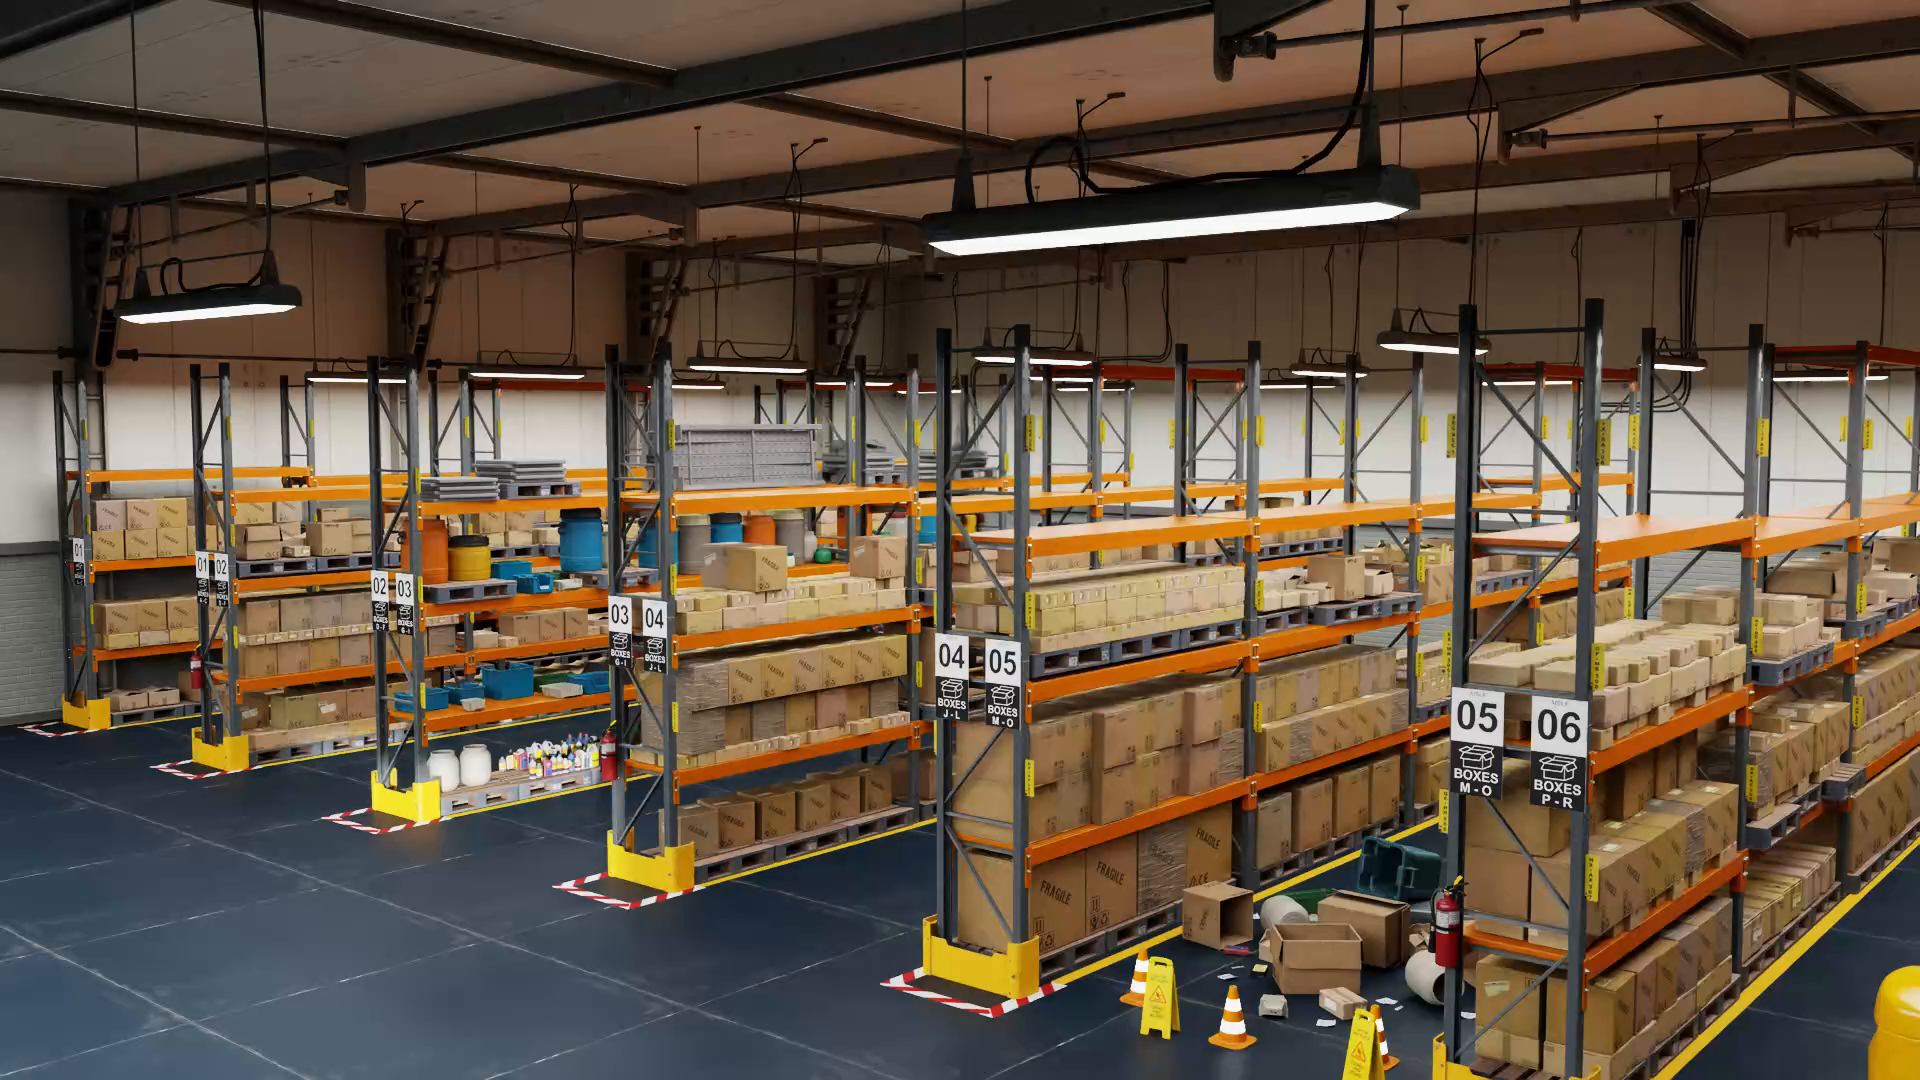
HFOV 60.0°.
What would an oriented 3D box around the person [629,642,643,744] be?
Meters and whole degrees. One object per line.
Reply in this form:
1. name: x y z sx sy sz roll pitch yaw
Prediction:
1. person: -5.001 2.332 26.963 1.154 1.796 0.622 -4 6 -43
